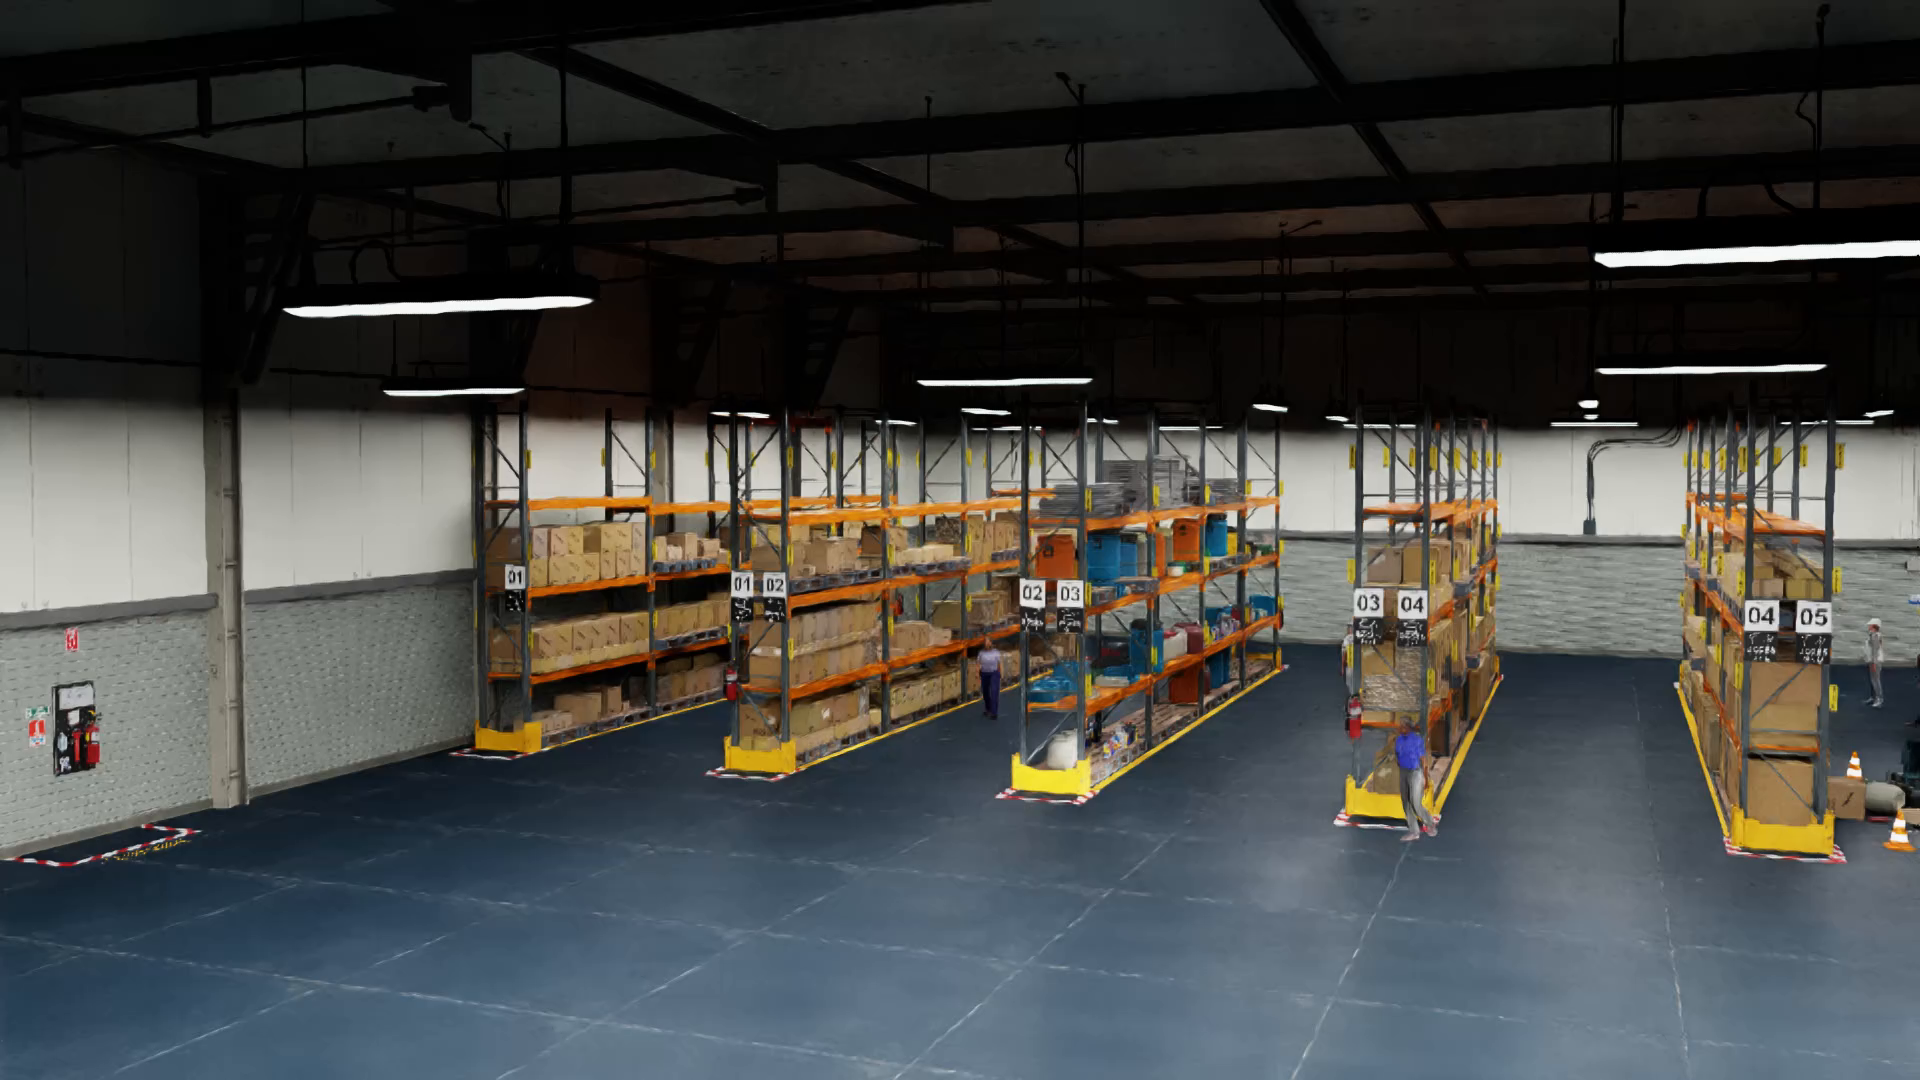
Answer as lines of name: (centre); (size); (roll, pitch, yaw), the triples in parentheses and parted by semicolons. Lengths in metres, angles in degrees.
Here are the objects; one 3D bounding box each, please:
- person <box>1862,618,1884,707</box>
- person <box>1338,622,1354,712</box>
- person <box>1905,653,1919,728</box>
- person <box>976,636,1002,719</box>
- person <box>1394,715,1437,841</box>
person: (18.531, 2.464, 33.723); (0.387, 1.769, 0.633); (1, 3, 28)
person: (7.752, 2.507, 33.007); (0.593, 1.745, 0.651); (3, 4, 44)
person: (17.710, 2.612, 30.510); (0.649, 1.772, 0.698); (2, 4, 40)
person: (0.554, 2.634, 32.156); (0.478, 1.580, 0.999); (1, 3, 13)
person: (5.998, 3.118, 21.853); (0.511, 1.652, 0.524); (-2, 3, -31)
